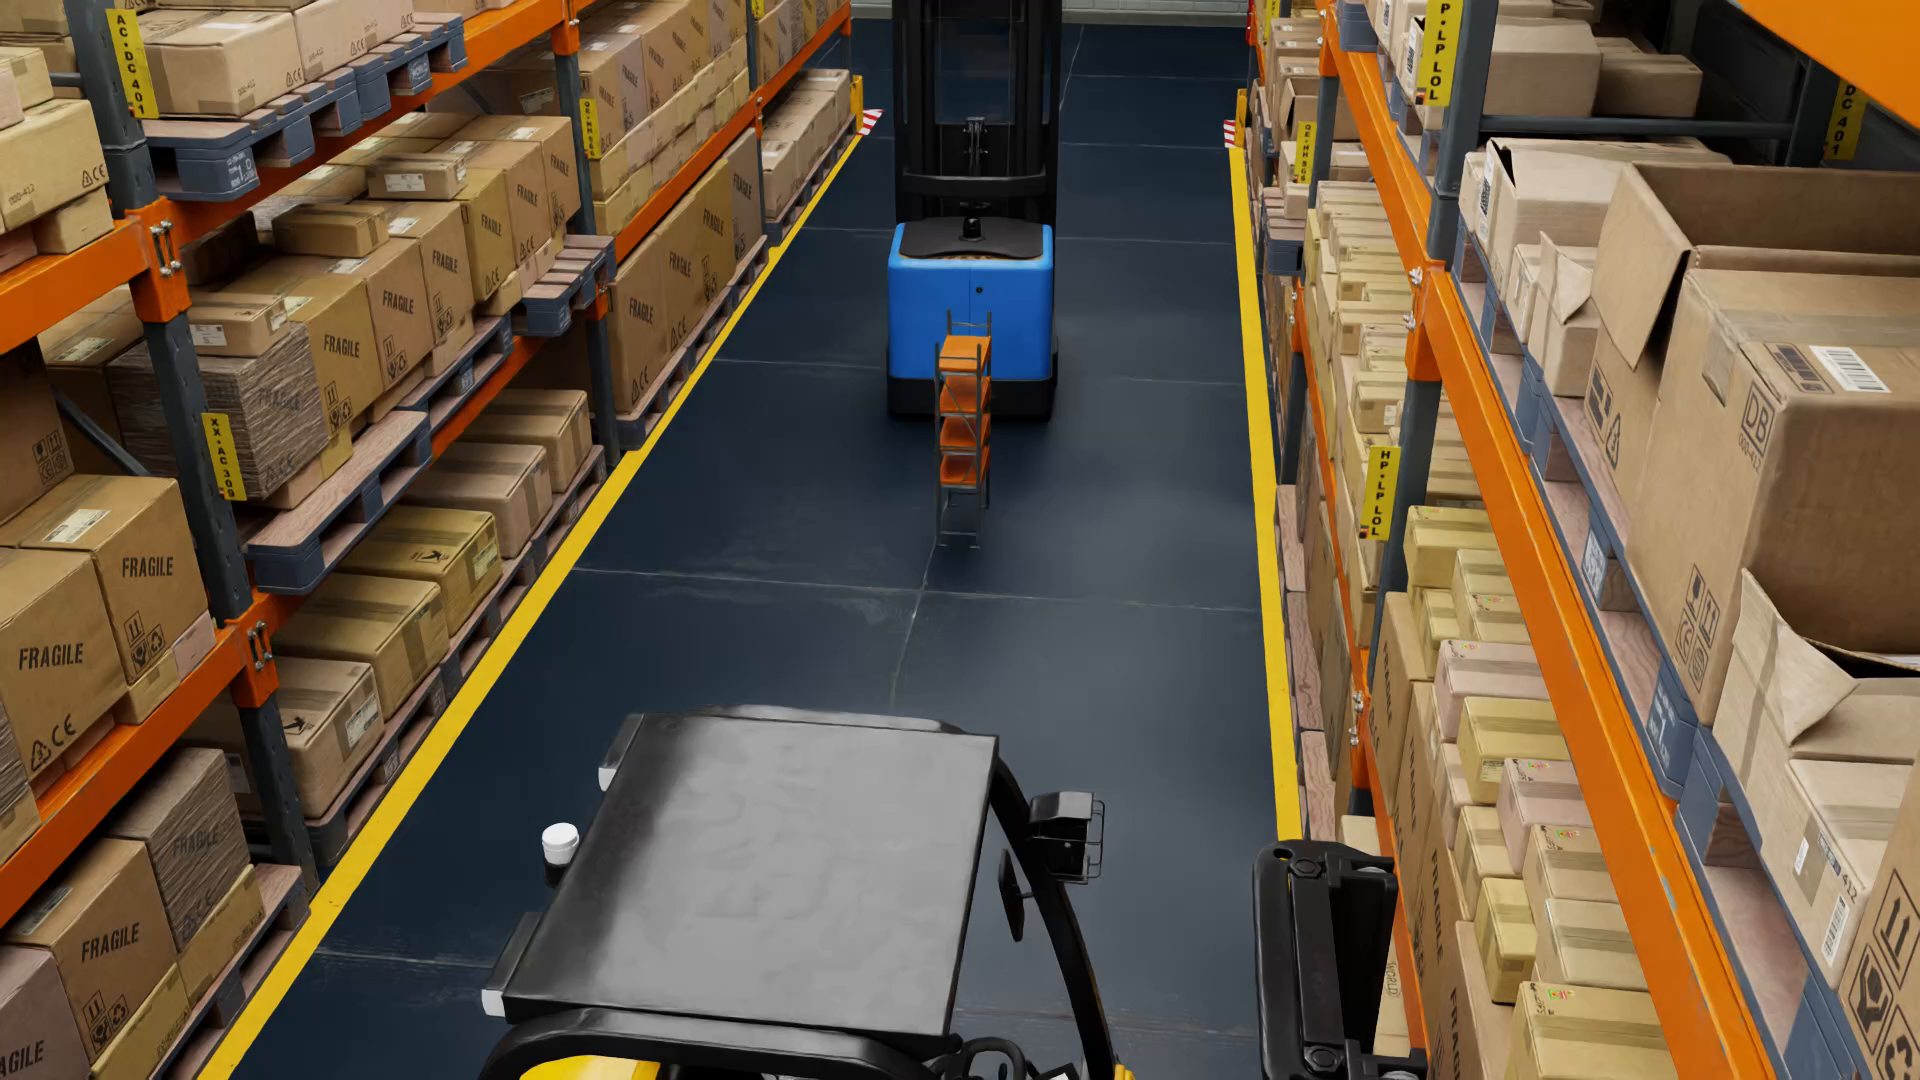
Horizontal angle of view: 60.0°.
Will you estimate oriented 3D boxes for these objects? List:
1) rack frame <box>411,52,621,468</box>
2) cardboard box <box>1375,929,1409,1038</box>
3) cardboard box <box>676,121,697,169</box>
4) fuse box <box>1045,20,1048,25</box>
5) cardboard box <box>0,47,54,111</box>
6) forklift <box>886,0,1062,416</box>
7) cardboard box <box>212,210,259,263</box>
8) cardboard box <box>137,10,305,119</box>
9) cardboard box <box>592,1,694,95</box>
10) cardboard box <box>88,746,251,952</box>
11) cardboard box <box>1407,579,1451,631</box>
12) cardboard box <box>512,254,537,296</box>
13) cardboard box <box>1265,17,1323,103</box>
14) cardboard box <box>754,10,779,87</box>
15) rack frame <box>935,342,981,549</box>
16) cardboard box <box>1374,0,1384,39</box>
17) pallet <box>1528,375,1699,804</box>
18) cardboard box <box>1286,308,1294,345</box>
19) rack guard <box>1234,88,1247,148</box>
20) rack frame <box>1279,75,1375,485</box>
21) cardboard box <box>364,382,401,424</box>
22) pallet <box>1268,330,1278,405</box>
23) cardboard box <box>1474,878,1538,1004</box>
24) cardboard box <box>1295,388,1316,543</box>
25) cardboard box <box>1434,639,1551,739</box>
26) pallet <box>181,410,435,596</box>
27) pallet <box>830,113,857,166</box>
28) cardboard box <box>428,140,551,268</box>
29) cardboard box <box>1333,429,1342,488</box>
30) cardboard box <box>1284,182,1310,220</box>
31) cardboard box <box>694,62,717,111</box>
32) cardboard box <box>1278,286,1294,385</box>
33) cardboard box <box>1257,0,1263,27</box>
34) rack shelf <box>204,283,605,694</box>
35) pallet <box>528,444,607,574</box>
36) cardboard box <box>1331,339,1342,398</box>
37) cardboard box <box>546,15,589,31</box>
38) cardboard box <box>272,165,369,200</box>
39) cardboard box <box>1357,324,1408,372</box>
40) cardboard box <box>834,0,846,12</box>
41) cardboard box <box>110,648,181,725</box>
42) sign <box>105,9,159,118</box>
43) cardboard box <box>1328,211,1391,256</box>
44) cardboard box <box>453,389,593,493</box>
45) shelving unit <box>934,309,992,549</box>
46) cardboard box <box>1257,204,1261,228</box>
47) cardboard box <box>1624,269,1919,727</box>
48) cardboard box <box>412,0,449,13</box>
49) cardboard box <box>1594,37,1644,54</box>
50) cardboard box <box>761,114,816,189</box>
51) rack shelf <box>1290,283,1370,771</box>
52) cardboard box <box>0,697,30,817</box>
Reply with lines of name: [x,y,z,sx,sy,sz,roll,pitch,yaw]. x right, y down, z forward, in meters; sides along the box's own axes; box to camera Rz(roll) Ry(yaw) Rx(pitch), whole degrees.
rack frame: [-2.576,-1.813,9.453,1.000,3.000,0.127,3,28,6]
cardboard box: [1.417,1.391,4.907,0.500,0.250,0.500,3,28,6]
cardboard box: [-2.094,-2.685,11.229,0.500,0.250,0.500,3,28,6]
fuse box: [1.139,-7.477,21.324,0.539,1.711,0.414,3,28,6]
cardboard box: [-2.888,-1.330,4.817,0.380,0.149,0.250,4,29,7]
forklift: [0.118,-2.743,11.250,1.130,2.935,3.031,1,28,2]
cardboard box: [-3.152,-1.262,6.884,0.380,0.149,0.250,2,28,4]
cardboard box: [-2.596,-1.622,5.650,0.500,0.250,0.500,3,28,5]
cardboard box: [-2.078,-3.229,10.922,0.500,0.500,0.500,4,29,7]
cardboard box: [-2.872,1.059,5.787,0.500,0.500,0.500,3,28,5]
cardboard box: [1.561,0.161,4.998,0.380,0.149,0.250,3,28,5]
cardboard box: [-2.369,-1.350,8.415,0.380,0.149,0.250,2,28,4]
cardboard box: [2.560,-3.424,11.894,0.700,0.500,0.500,4,29,7]
cardboard box: [-1.768,-3.946,13.306,0.500,0.500,0.500,4,29,8]
rack frame: [-0.010,-0.491,8.897,0.240,1.200,0.015,3,28,6]
cardboard box: [1.789,-1.981,6.318,0.380,0.149,0.250,3,28,6]
pallet: [1.630,0.050,2.925,1.003,0.211,1.213,3,28,6]
cardboard box: [2.163,-1.274,9.961,0.380,0.149,0.250,2,28,4]
rack guard: [3.322,-4.156,16.437,1.175,0.500,0.348,3,28,6]
rack frame: [2.351,-1.527,8.921,1.000,3.000,0.127,3,28,6]
cardboard box: [-2.613,-0.620,7.060,0.380,0.149,0.250,4,29,7]
pallet: [2.632,-1.221,11.294,1.003,0.211,1.213,3,28,6]
cardboard box: [1.352,0.888,3.650,0.380,0.149,0.250,3,28,5]
cardboard box: [2.261,-0.373,8.841,0.875,0.625,0.625,4,29,8]
cardboard box: [1.429,0.393,4.256,0.380,0.149,0.250,4,29,7]
pallet: [-2.828,-0.197,6.656,1.003,0.211,1.213,3,28,6]
pallet: [-1.616,-3.970,16.397,1.003,0.211,1.213,3,28,6]
cardboard box: [-2.408,-1.699,8.379,0.500,0.500,0.500,3,28,5]
cardboard box: [1.810,-0.299,6.801,0.500,0.250,0.500,4,29,7]
cardboard box: [2.051,-1.932,9.496,0.380,0.149,0.250,4,29,7]
cardboard box: [-2.010,-3.149,11.563,0.500,0.250,0.500,4,29,7]
cardboard box: [2.323,-1.304,10.701,0.500,0.500,0.500,5,29,8]
cardboard box: [2.888,-4.683,14.625,0.500,0.250,0.500,3,28,5]
rack shelf: [-2.821,-0.555,7.876,1.077,0.370,4.000,3,28,6]
pallet: [-2.673,-0.218,9.432,1.003,0.211,1.213,3,28,6]
cardboard box: [1.872,-0.763,7.135,0.500,0.250,0.500,4,29,7]
cardboard box: [-2.650,-3.031,10.555,0.500,0.500,0.500,3,28,6]
cardboard box: [-2.976,-1.479,7.970,0.500,0.500,0.500,4,29,7]
cardboard box: [1.810,-0.750,6.691,0.380,0.149,0.250,4,29,7]
cardboard box: [-1.392,-5.381,15.969,0.500,0.500,0.500,4,29,6]
cardboard box: [-2.827,0.467,5.485,0.380,0.149,0.250,4,29,7]
sign: [-2.526,-1.451,5.072,0.100,0.325,0.005,3,28,6]
cardboard box: [1.982,-1.475,8.036,0.380,0.149,0.250,4,29,8]
cardboard box: [-2.655,-0.576,9.484,0.950,0.372,0.625,1,28,3]
shelving unit: [0.020,-0.606,9.110,0.258,1.200,0.503,3,28,6]
cardboard box: [2.618,-2.619,13.511,0.380,0.149,0.250,3,28,5]
cardboard box: [1.408,-0.053,2.370,0.700,0.500,0.500,4,29,7]
cardboard box: [-2.734,-2.460,7.382,0.797,0.503,0.637,3,28,6]
cardboard box: [2.071,-1.596,5.604,0.380,0.149,0.250,3,28,6]
cardboard box: [-1.793,-3.464,14.776,0.875,0.438,0.875,3,28,5]
rack shelf: [2.106,-0.268,7.344,1.077,0.370,4.000,3,28,6]
cardboard box: [-2.989,0.605,4.545,0.500,0.500,0.500,4,29,8]
